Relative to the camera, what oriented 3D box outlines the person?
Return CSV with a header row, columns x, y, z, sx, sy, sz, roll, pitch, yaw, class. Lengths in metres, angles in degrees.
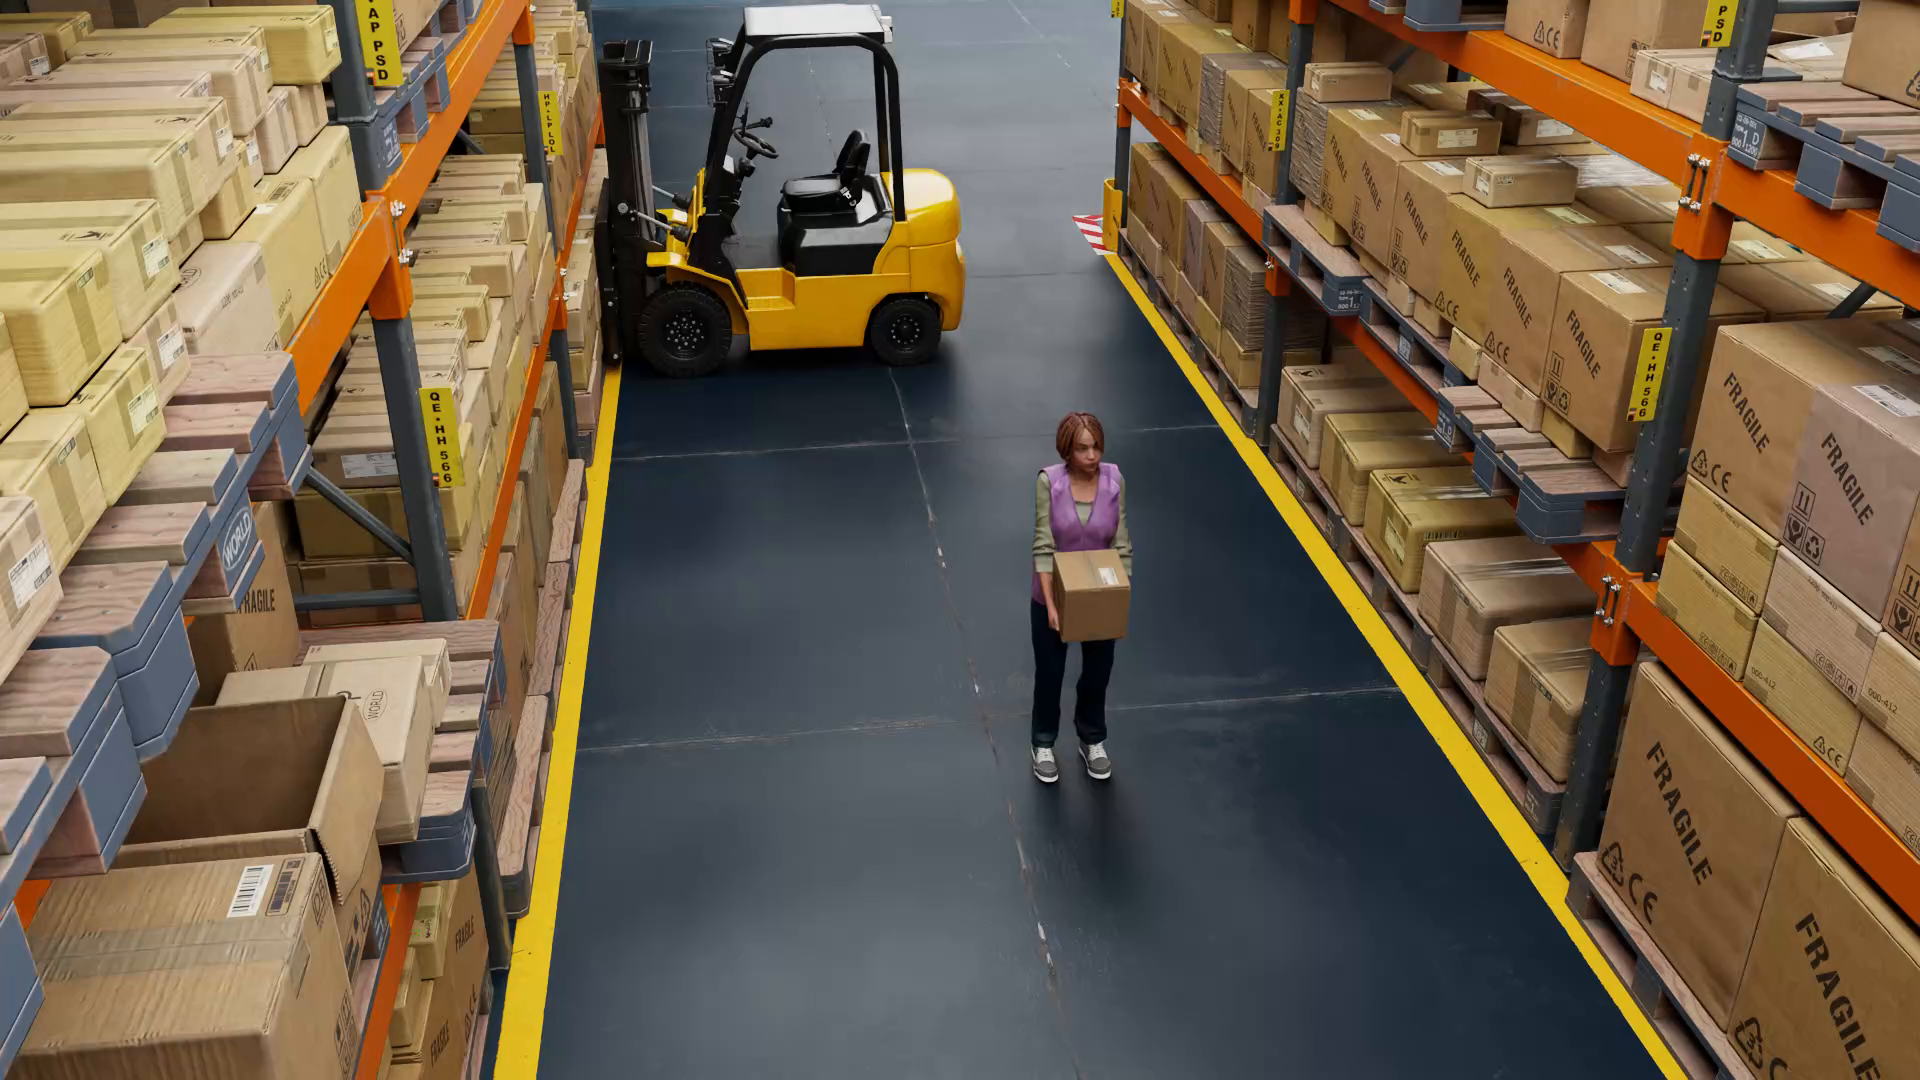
x,y,z,sx,sy,sz,roll,pitch,yaw,class
0.477,0.274,6.610,0.396,1.598,0.493,-4,28,-7,person
